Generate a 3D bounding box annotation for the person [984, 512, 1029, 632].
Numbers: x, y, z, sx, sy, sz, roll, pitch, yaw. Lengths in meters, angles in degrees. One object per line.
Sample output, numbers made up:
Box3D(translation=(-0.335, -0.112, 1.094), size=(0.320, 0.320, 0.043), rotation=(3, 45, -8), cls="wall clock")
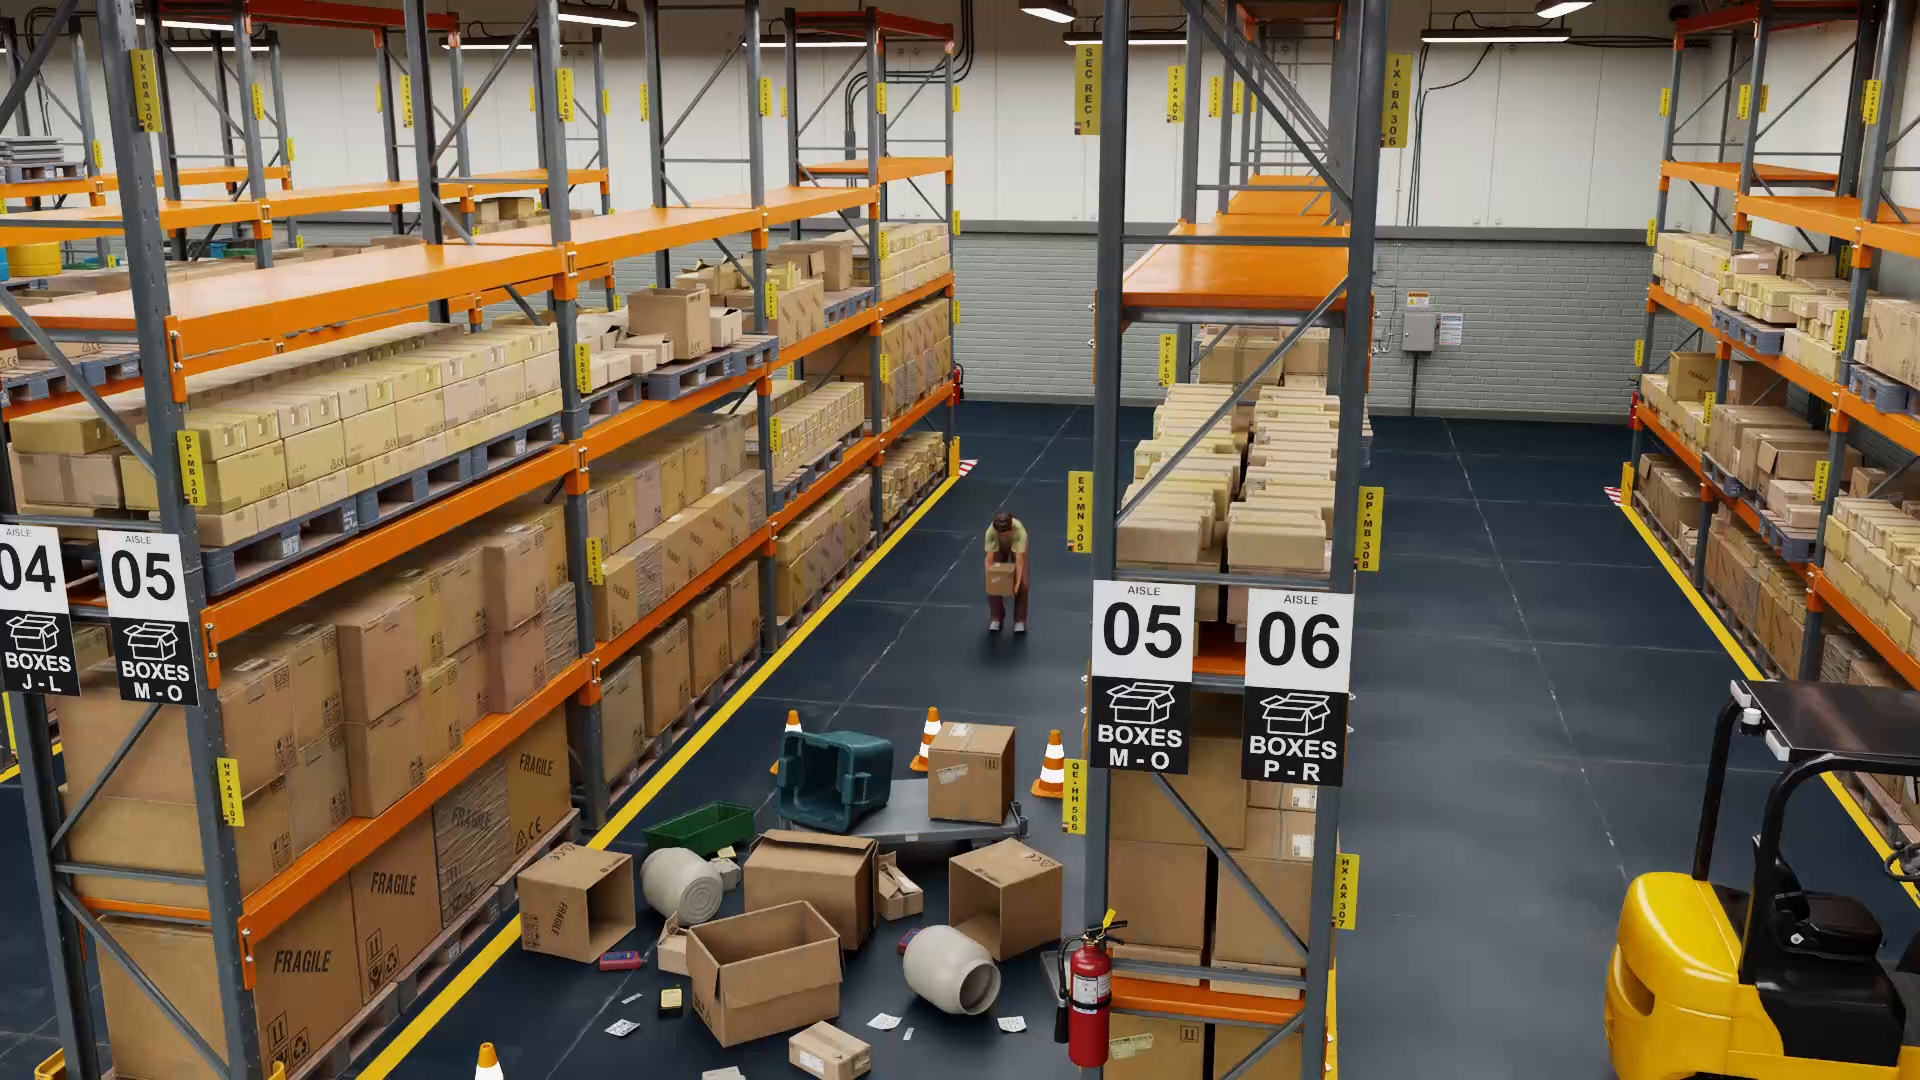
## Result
Box3D(translation=(0.442, 0.299, 16.032), size=(0.426, 1.272, 0.820), rotation=(2, 15, 9), cls="person")
